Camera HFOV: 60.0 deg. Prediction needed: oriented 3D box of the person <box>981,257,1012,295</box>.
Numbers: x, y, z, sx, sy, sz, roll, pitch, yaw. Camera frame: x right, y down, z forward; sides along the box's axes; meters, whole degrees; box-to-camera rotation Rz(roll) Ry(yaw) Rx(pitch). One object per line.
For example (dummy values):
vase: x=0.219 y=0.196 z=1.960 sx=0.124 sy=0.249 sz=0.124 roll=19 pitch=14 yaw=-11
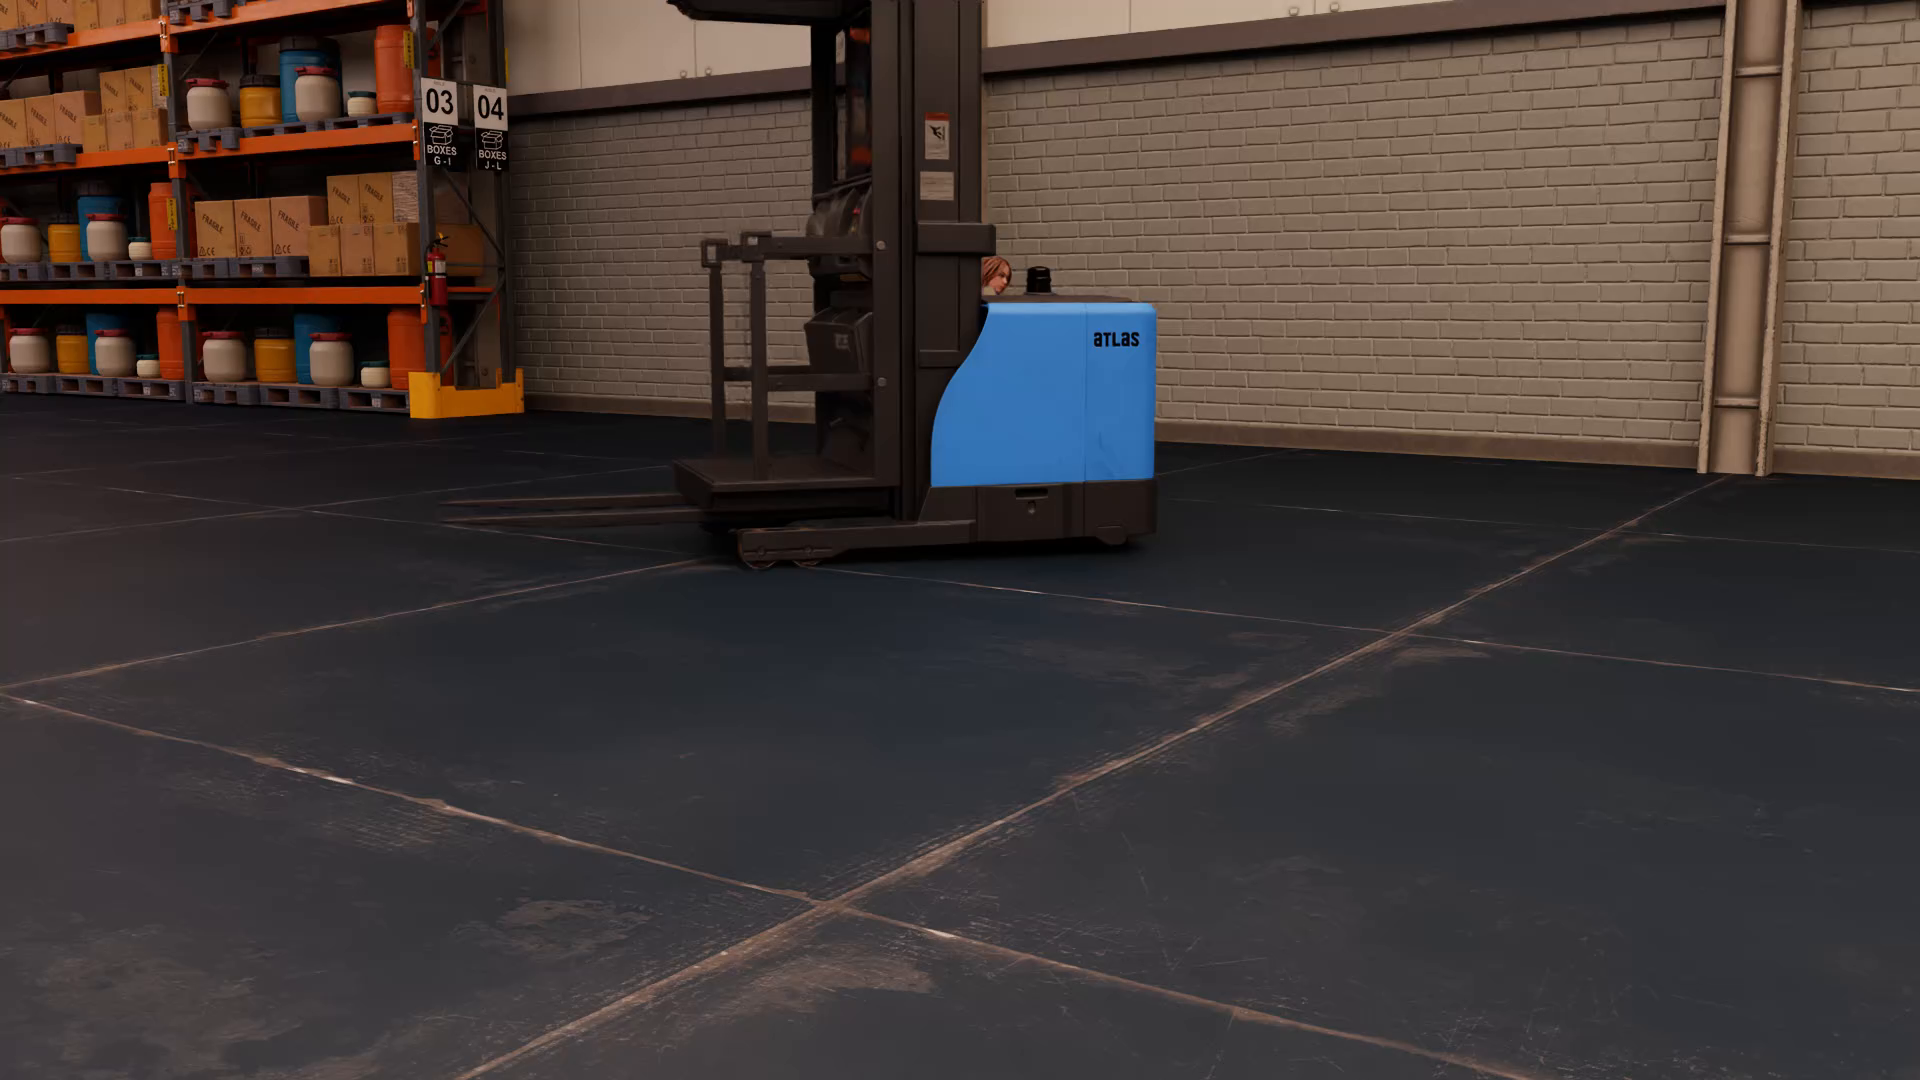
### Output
person: x=0.180 y=-0.961 z=9.746 sx=0.696 sy=1.383 sz=0.781 roll=-5 pitch=10 yaw=-32

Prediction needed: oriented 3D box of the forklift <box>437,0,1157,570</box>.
forklift: x=-0.708 y=-1.414 z=7.134 sx=3.031 sy=2.935 sz=1.130 roll=-3 pitch=8 yaw=-18
